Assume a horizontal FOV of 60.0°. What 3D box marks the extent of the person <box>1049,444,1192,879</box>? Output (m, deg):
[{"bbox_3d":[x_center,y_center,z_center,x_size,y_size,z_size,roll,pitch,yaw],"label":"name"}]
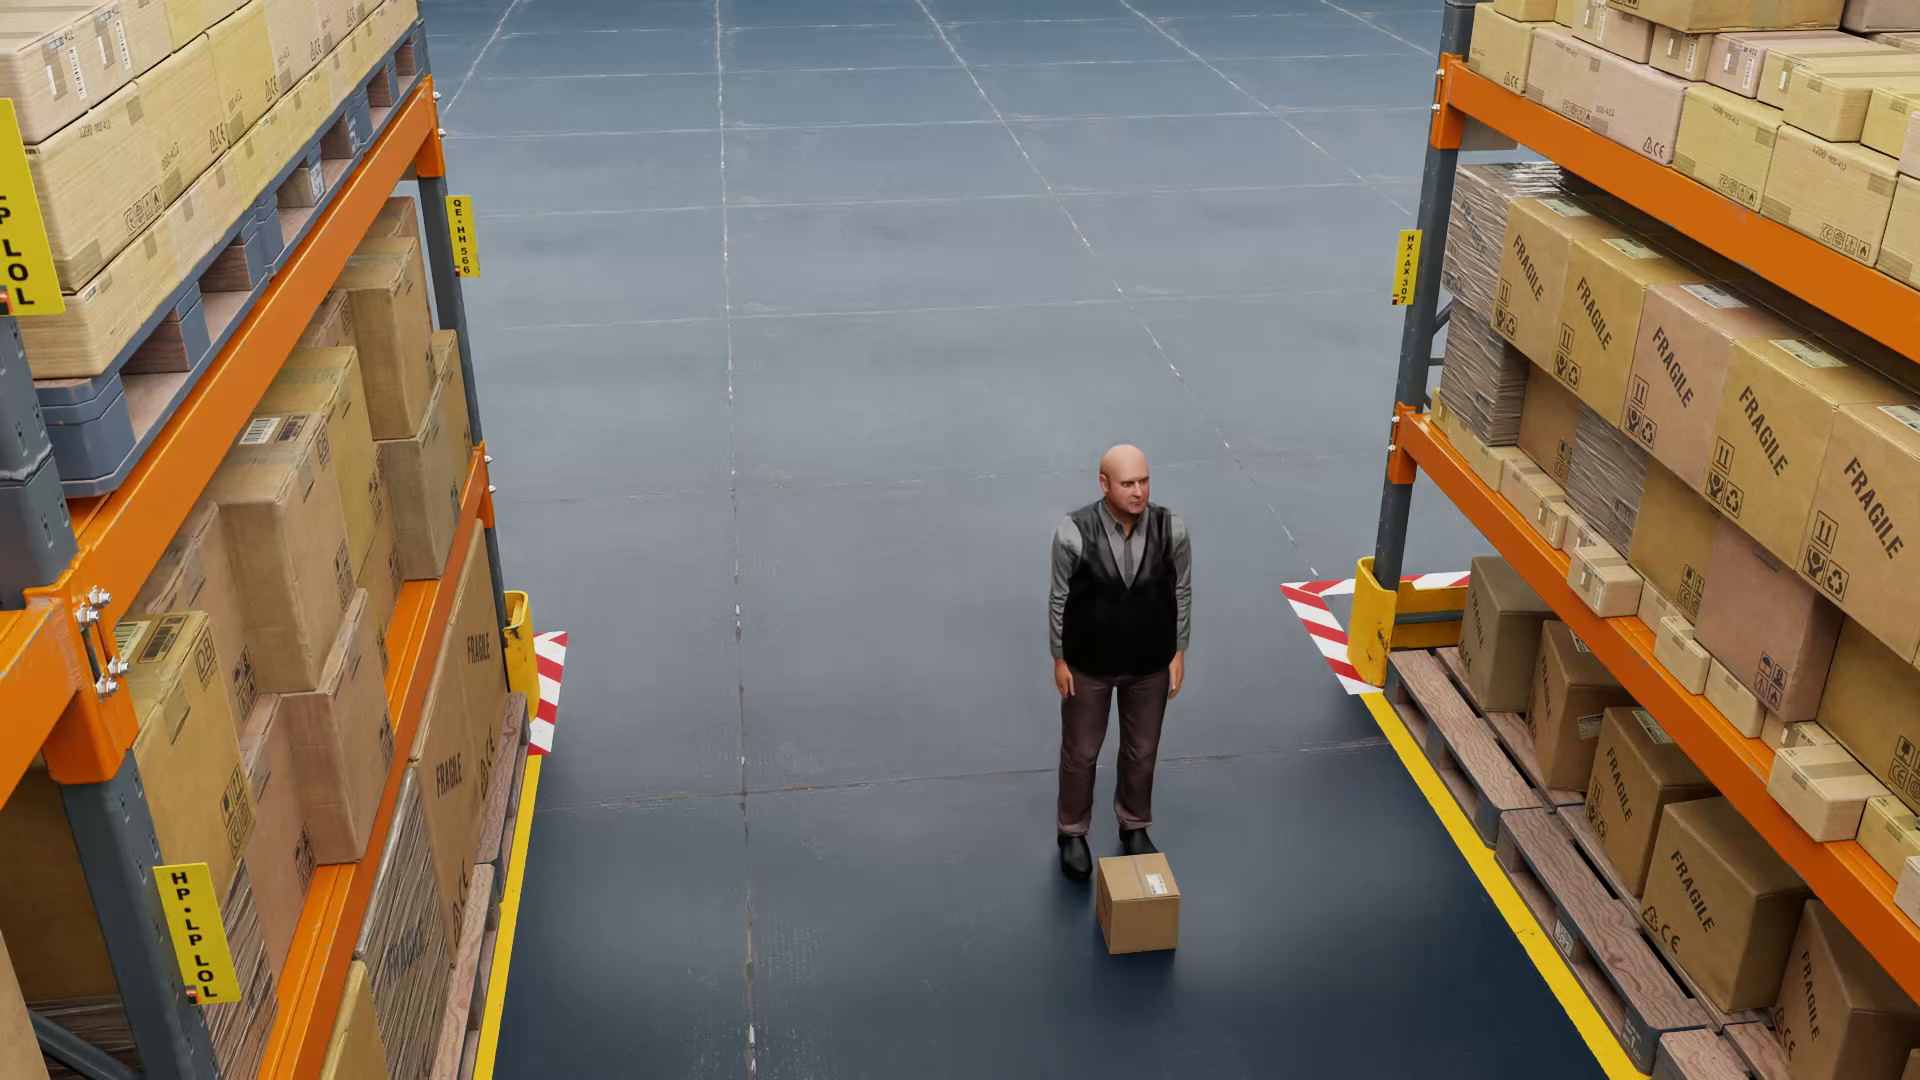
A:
[{"bbox_3d":[0.597,0.463,6.216,0.534,1.728,0.373,-3,27,-6],"label":"person"}]
